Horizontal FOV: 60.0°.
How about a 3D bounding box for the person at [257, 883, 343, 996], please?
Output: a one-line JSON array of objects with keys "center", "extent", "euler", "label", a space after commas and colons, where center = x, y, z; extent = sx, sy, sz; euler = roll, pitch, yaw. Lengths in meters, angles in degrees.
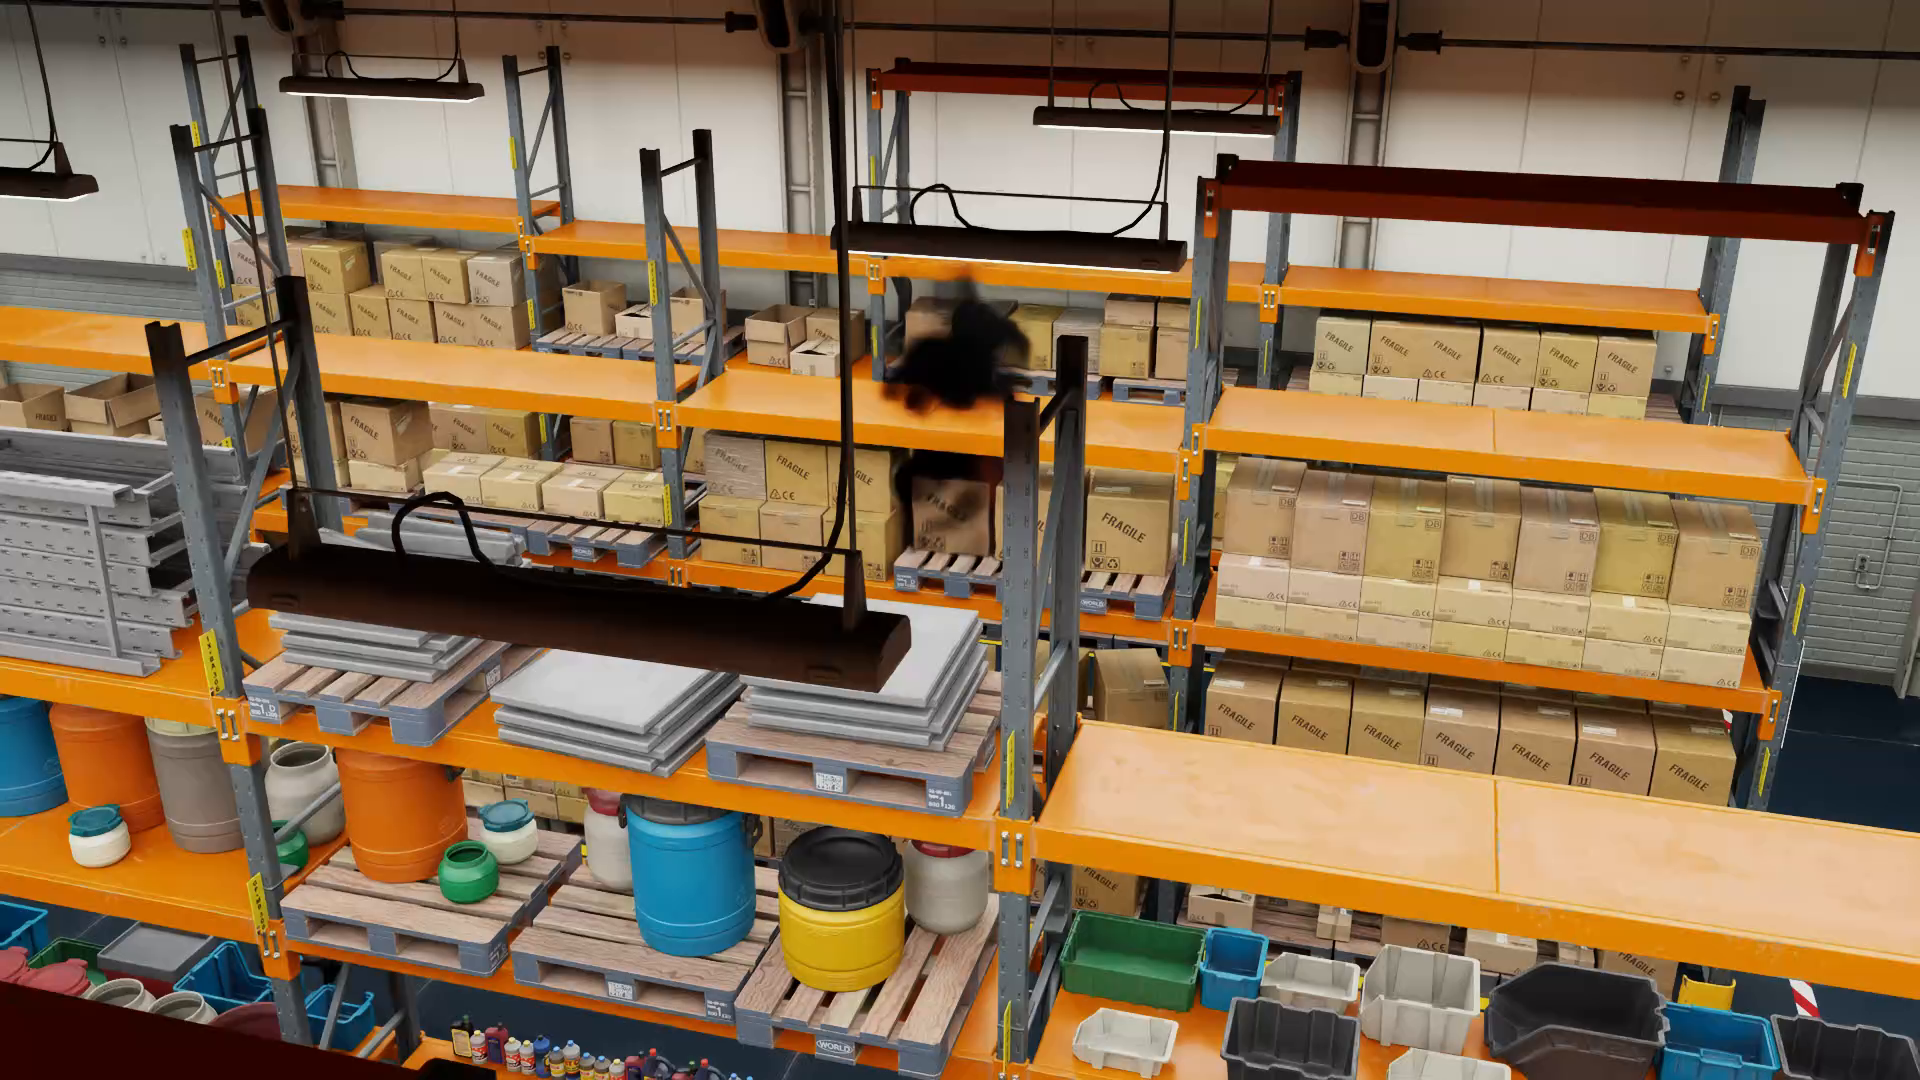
[{"center": [-4.864, 2.724, 12.051], "extent": [0.587, 1.679, 0.659], "euler": [1, 23, 3], "label": "person"}]
